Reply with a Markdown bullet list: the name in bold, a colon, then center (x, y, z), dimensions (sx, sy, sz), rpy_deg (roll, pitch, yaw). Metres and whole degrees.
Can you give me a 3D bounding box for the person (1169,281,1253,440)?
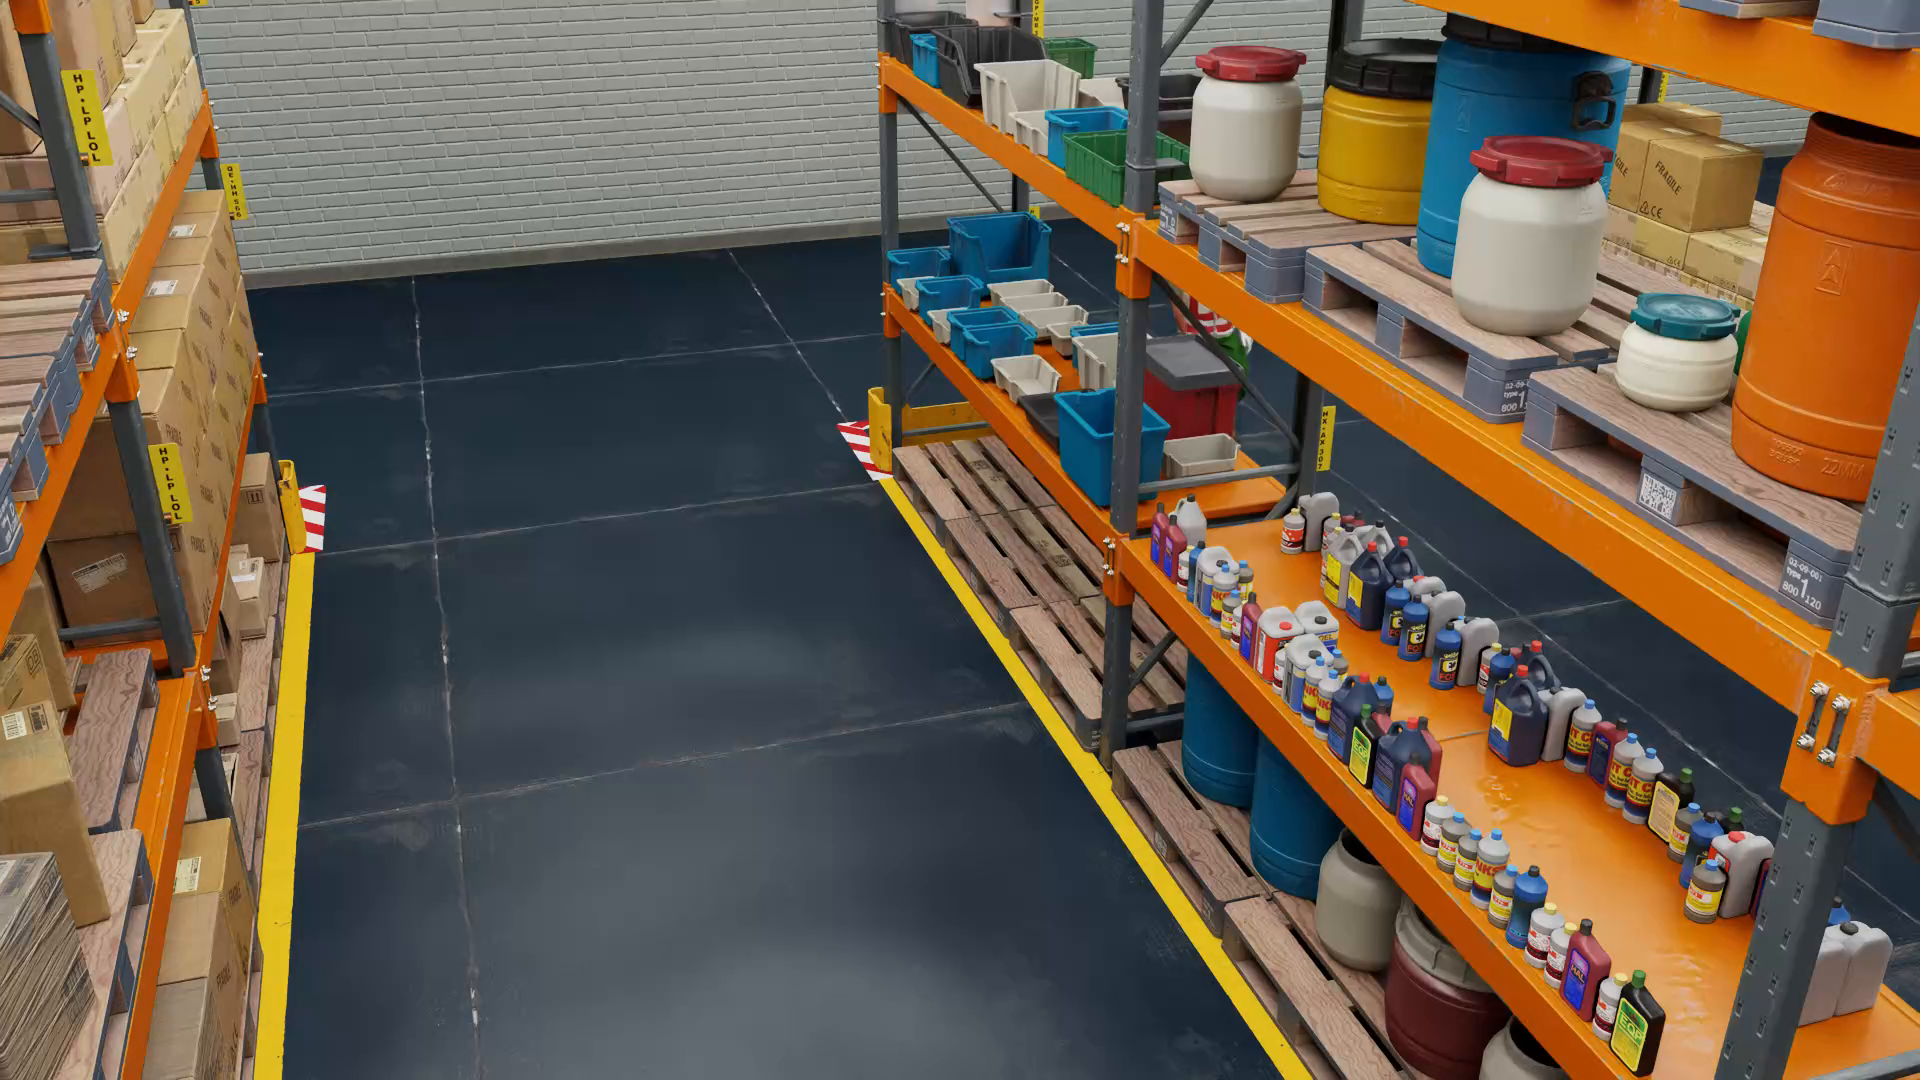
- **person**: center (1.717, -1.423, 11.453), dimensions (0.624, 1.778, 0.498), rpy_deg (-6, 27, -13)
